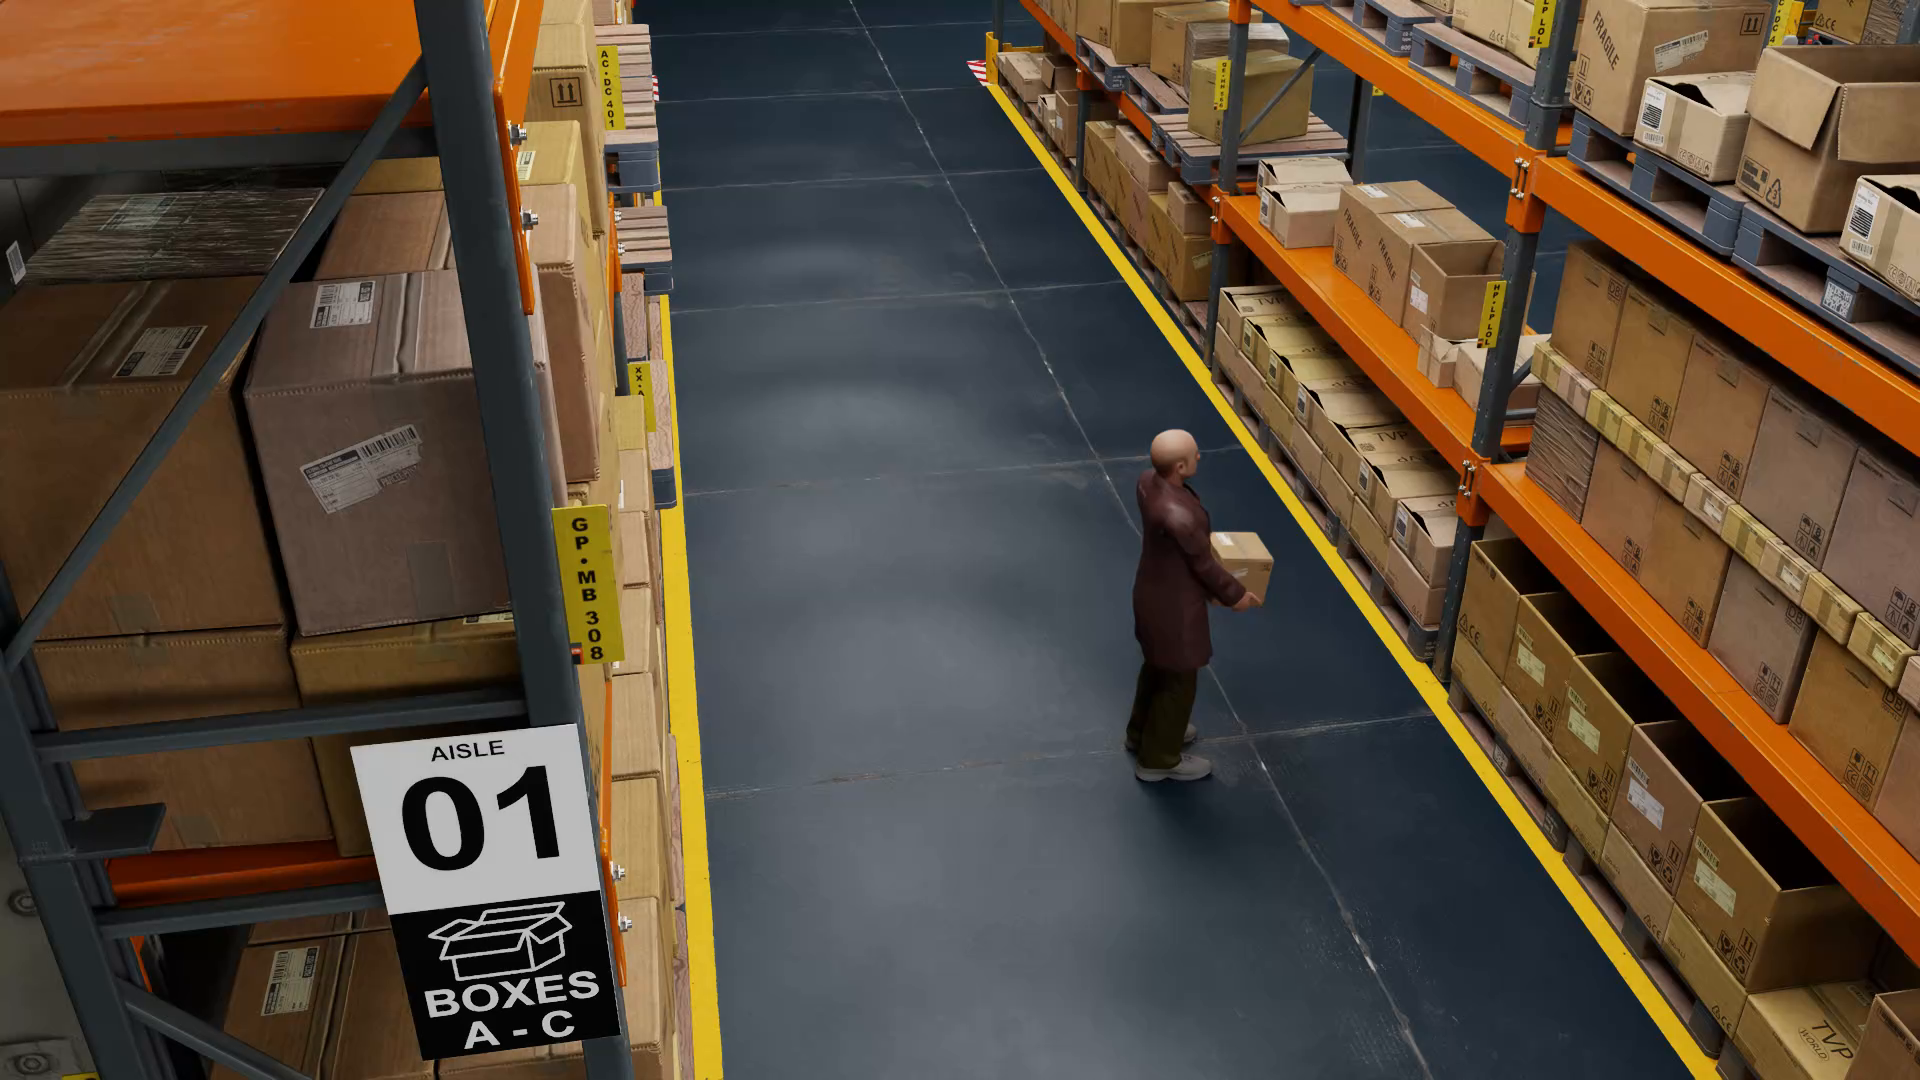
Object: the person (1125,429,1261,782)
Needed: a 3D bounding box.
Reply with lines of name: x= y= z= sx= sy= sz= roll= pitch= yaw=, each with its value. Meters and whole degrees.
person: x=1.074 y=0.287 z=7.669 sx=0.545 sy=1.779 sz=0.524 roll=-5 pitch=31 yaw=-9
